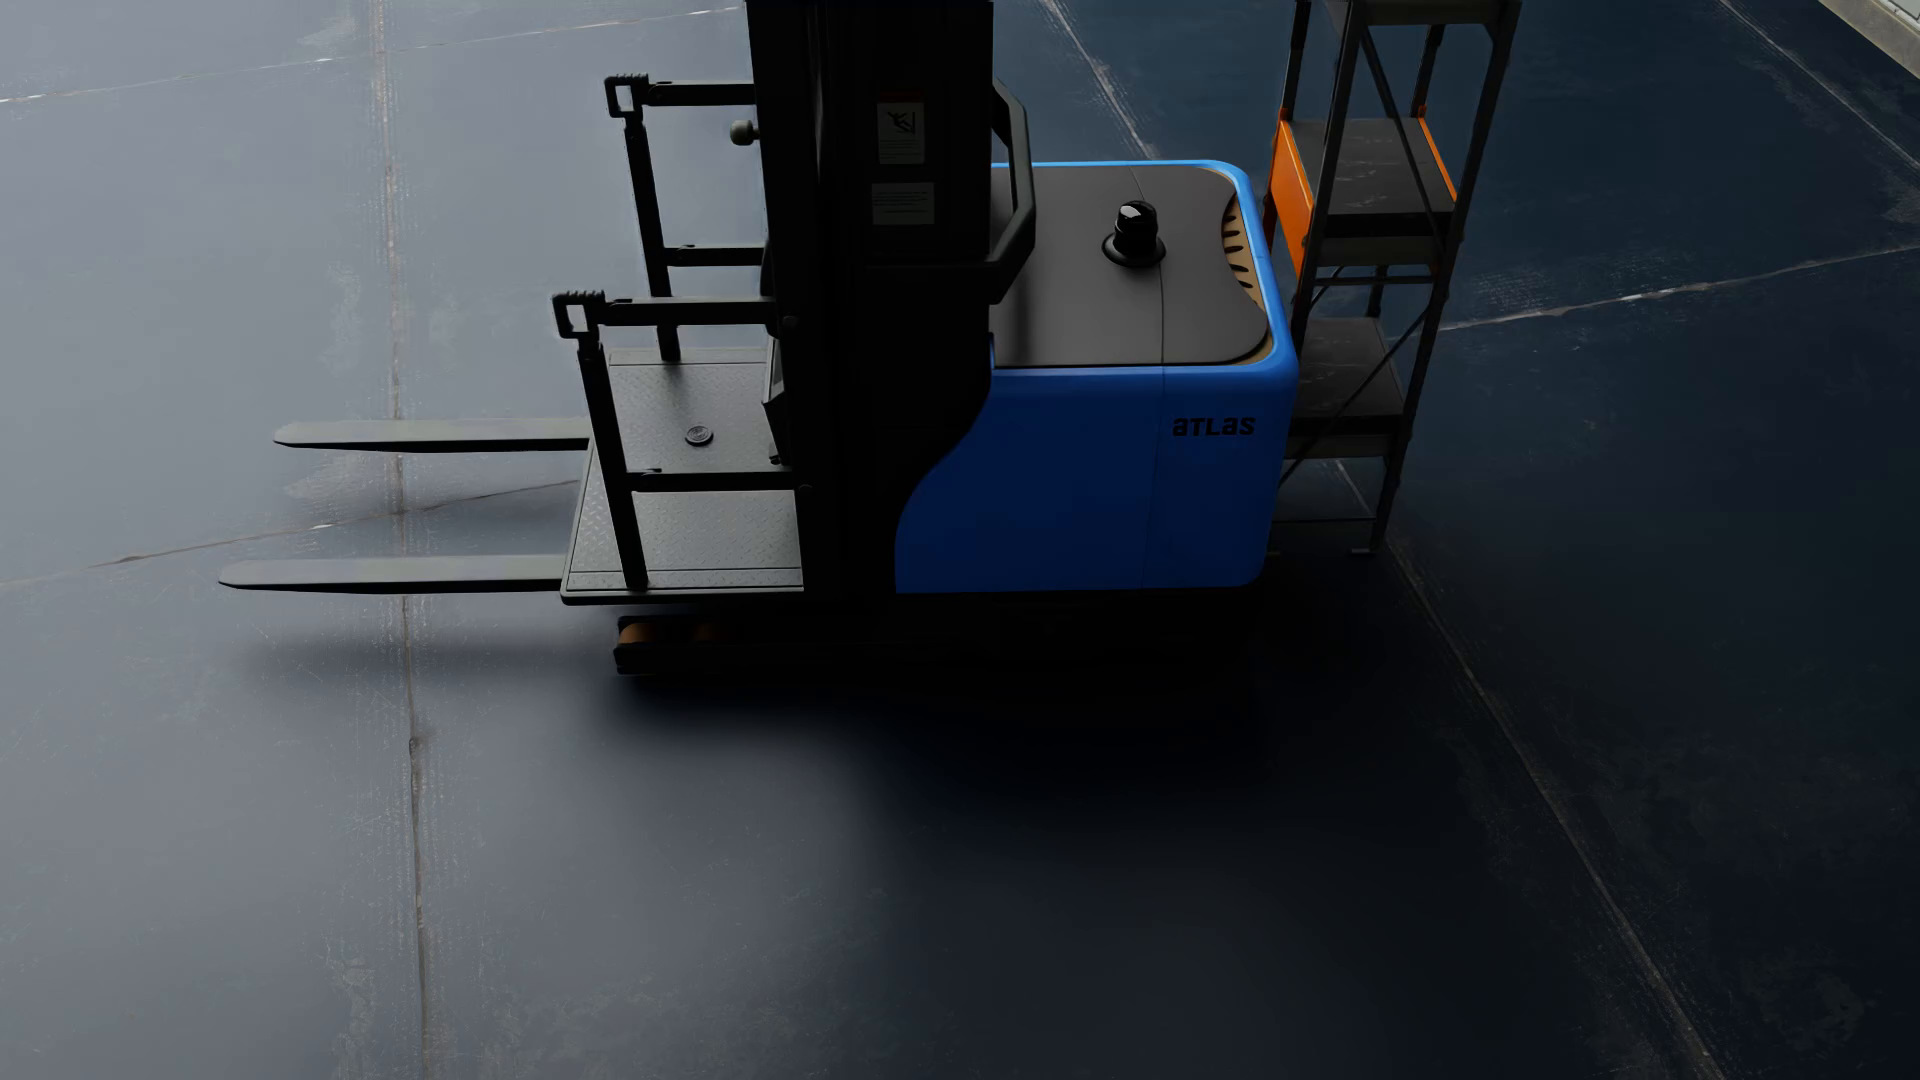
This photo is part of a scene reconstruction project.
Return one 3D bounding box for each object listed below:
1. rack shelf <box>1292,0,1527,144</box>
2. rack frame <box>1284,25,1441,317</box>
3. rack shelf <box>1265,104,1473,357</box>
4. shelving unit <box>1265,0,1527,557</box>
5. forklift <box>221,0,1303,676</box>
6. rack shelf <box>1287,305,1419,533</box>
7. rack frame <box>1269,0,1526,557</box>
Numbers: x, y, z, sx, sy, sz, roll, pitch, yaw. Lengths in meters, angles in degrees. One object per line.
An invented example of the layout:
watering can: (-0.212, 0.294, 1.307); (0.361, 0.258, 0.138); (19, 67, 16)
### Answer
rack shelf: (1.111, -1.345, 4.137); (0.431, 0.518, 0.480); (-2, 46, -2)
rack frame: (1.101, -1.039, 4.798); (0.400, 2.100, 0.015); (-2, 46, -2)
rack shelf: (1.111, -0.855, 4.637); (0.431, 0.518, 0.480); (-2, 46, -2)
shelving unit: (1.111, -0.865, 4.627); (0.431, 2.100, 0.503); (-2, 46, -2)
forklift: (-0.639, -1.014, 4.192); (3.031, 2.935, 1.130); (-1, 46, -1)
rack shelf: (1.111, -0.365, 5.137); (0.431, 0.518, 0.480); (-2, 46, -2)
rack frame: (1.121, -0.691, 4.457); (0.400, 2.100, 0.015); (-2, 46, -2)
